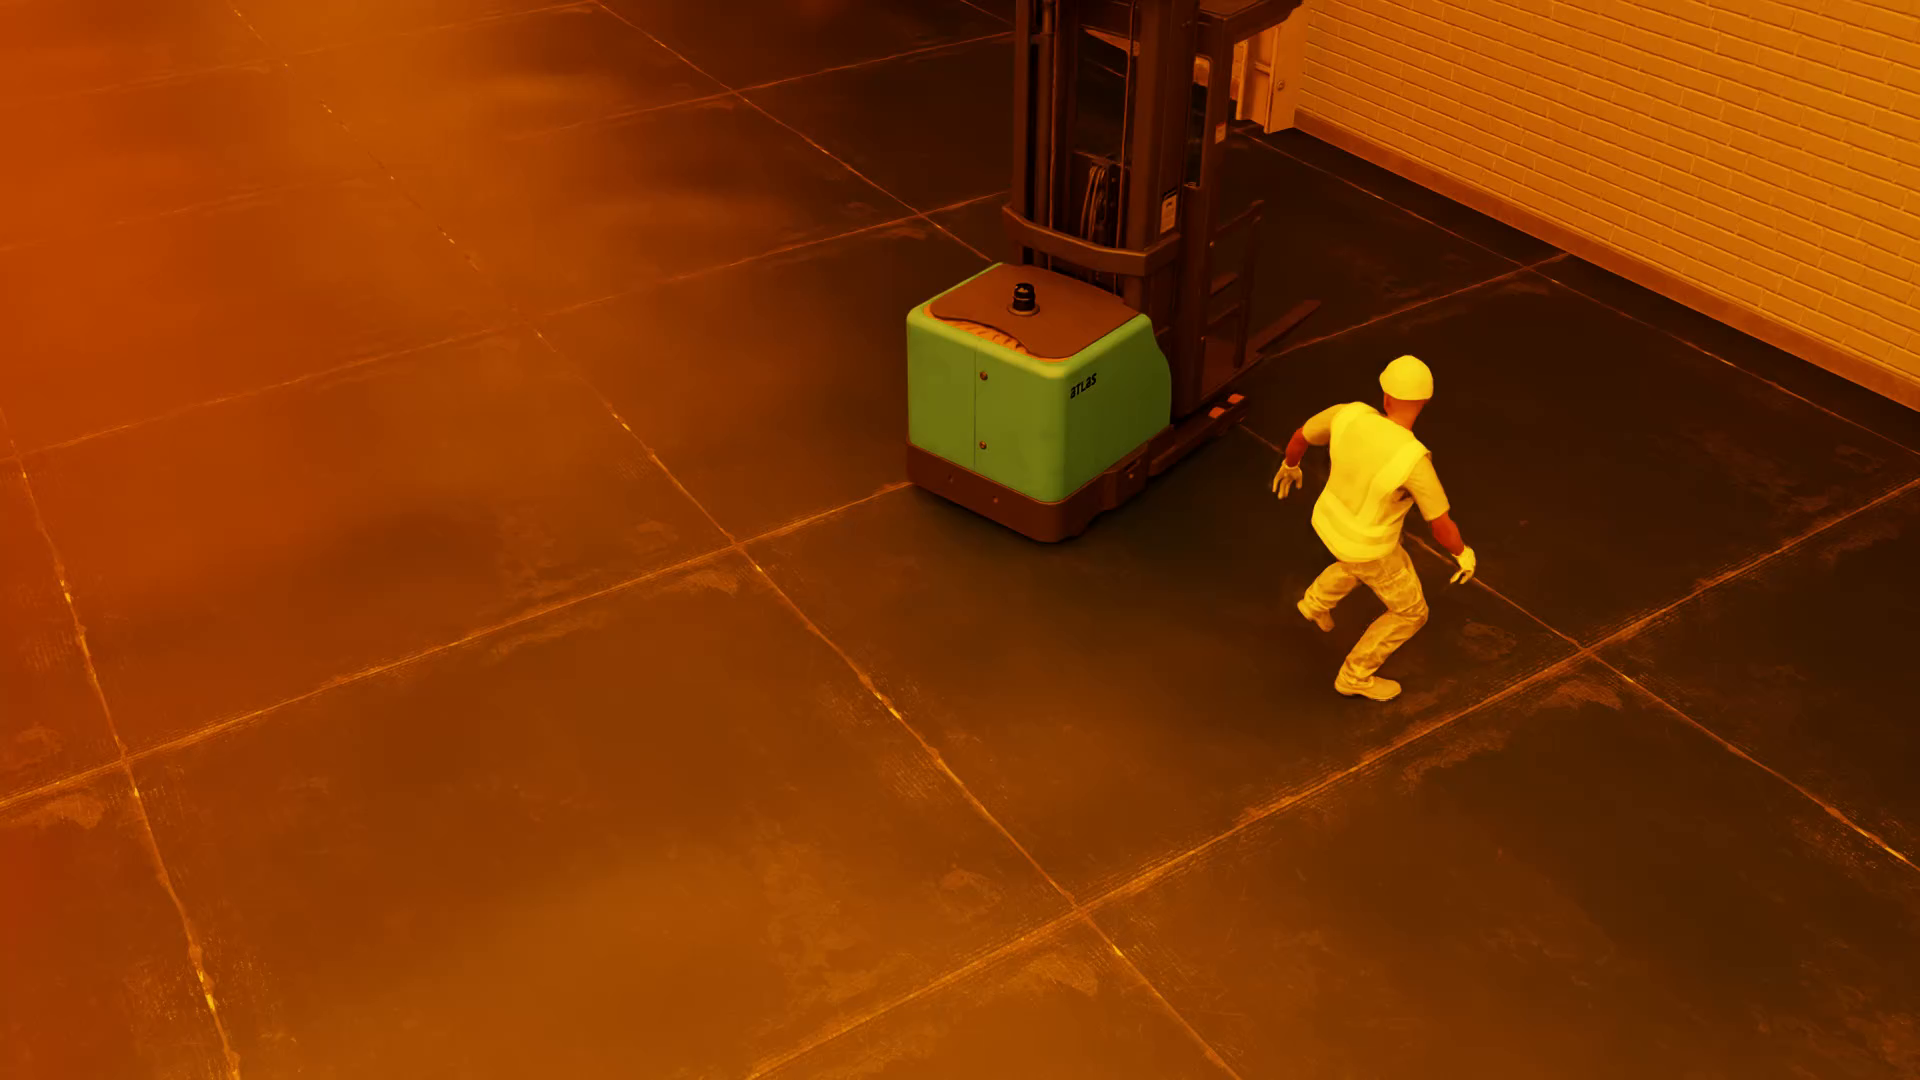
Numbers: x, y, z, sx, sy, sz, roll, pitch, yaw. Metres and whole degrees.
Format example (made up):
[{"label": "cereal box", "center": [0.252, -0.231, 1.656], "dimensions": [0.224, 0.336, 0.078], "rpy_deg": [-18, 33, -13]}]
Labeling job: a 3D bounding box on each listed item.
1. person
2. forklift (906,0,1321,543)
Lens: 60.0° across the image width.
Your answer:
[{"label": "person", "center": [1.839, -0.079, 7.365], "dimensions": [0.625, 1.676, 0.849], "rpy_deg": [-10, 36, -14]}, {"label": "forklift", "center": [1.039, -1.962, 8.939], "dimensions": [1.130, 2.935, 3.031], "rpy_deg": [26, 42, 32]}]
